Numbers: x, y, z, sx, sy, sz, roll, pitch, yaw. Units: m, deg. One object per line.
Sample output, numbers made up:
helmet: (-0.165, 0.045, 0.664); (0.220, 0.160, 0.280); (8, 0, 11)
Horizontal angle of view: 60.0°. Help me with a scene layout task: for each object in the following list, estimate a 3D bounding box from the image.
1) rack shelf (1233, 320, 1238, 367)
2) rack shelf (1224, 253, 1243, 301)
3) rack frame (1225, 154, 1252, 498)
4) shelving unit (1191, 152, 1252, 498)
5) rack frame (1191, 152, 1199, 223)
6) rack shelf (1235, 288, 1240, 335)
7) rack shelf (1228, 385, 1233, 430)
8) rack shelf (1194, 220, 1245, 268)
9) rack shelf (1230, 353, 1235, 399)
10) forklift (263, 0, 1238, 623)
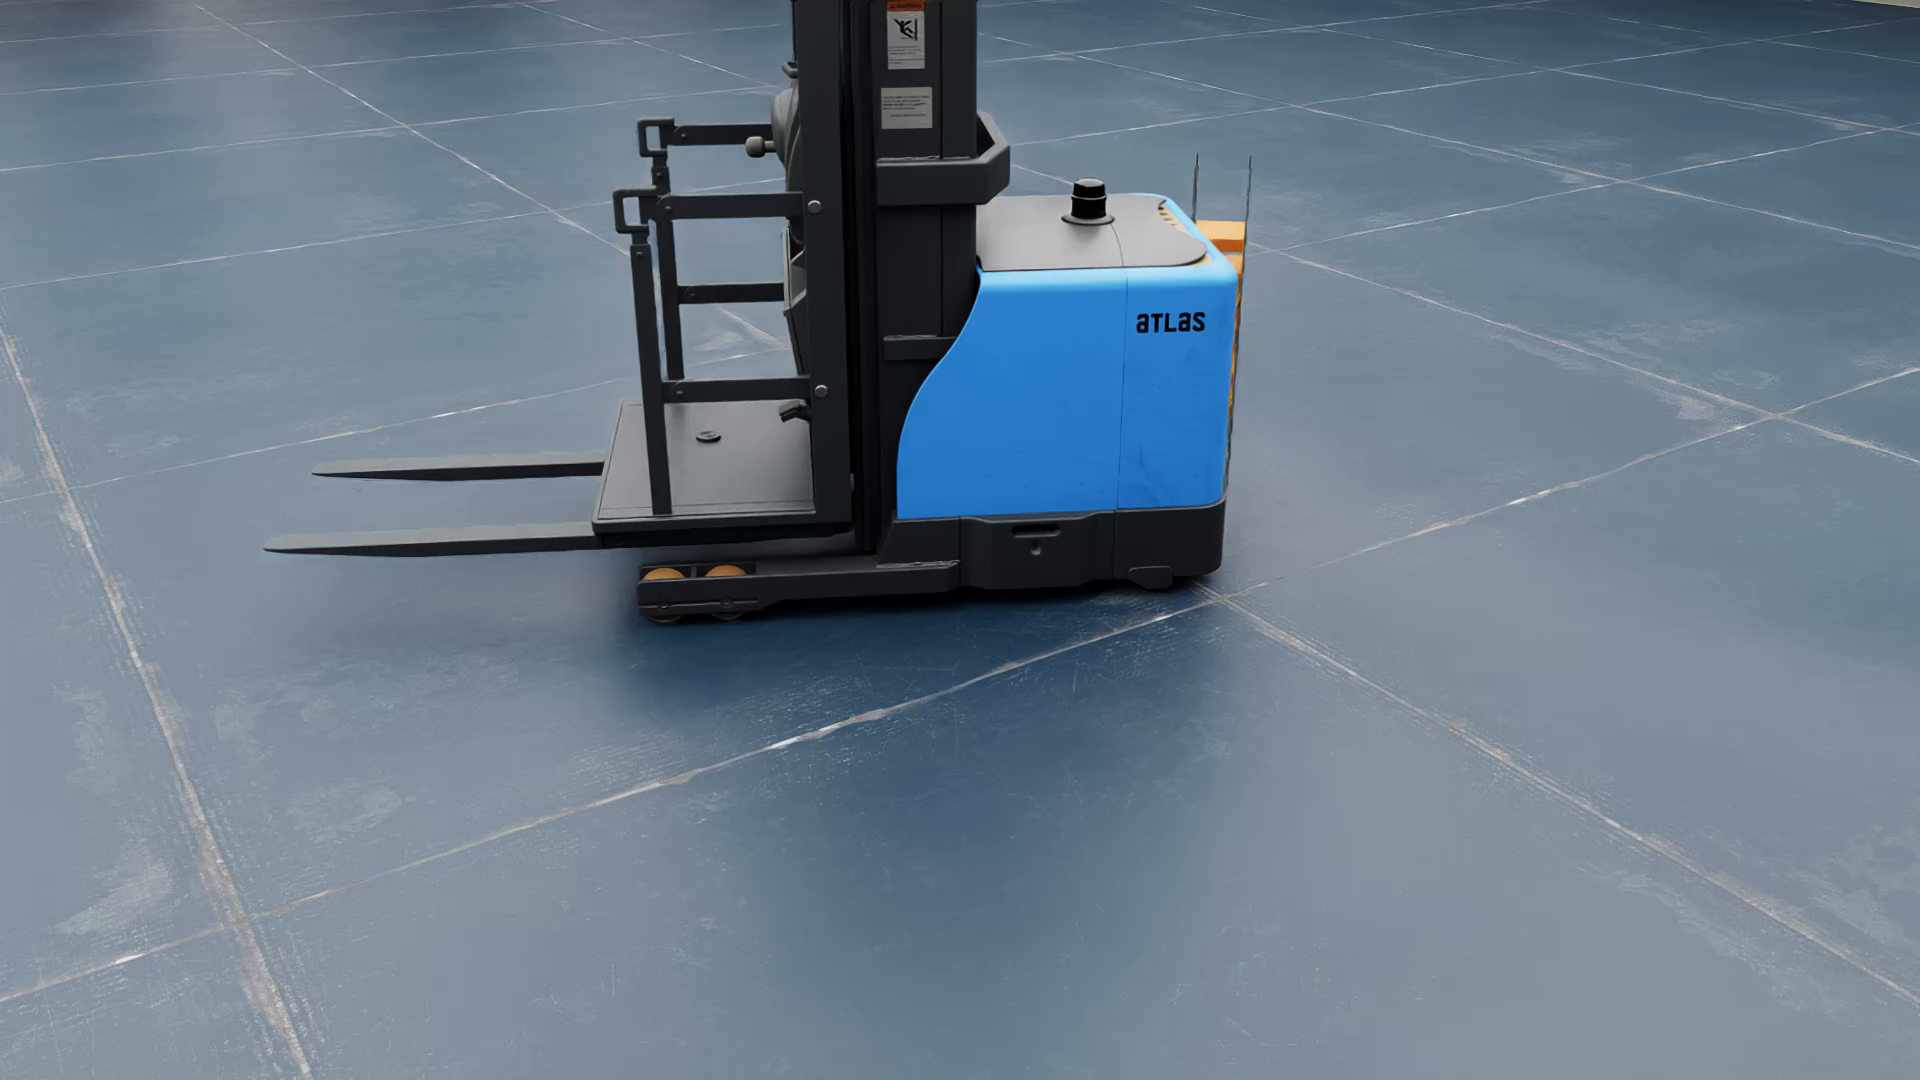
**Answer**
rack shelf: (0.901, -0.714, 5.961); (0.180, 0.103, 0.258); (4, 26, 8)
rack shelf: (0.901, -0.931, 5.858); (0.180, 0.103, 0.258); (4, 26, 8)
rack frame: (0.992, -0.748, 5.928); (0.006, 1.200, 0.240); (4, 26, 8)
shelving unit: (0.901, -0.754, 5.942); (0.189, 1.200, 0.258); (4, 26, 8)
rack frame: (0.811, -0.760, 5.955); (0.006, 1.200, 0.240); (4, 26, 8)
rack shelf: (0.901, -0.822, 5.909); (0.180, 0.103, 0.258); (4, 26, 8)
rack shelf: (0.901, -0.497, 6.063); (0.180, 0.103, 0.258); (4, 26, 8)
rack shelf: (0.901, -1.039, 5.807); (0.180, 0.103, 0.258); (4, 26, 8)
rack shelf: (0.901, -0.605, 6.012); (0.180, 0.103, 0.258); (4, 26, 8)
forklift: (-0.698, -1.305, 5.081); (3.031, 2.935, 1.130); (-3, 25, -5)
